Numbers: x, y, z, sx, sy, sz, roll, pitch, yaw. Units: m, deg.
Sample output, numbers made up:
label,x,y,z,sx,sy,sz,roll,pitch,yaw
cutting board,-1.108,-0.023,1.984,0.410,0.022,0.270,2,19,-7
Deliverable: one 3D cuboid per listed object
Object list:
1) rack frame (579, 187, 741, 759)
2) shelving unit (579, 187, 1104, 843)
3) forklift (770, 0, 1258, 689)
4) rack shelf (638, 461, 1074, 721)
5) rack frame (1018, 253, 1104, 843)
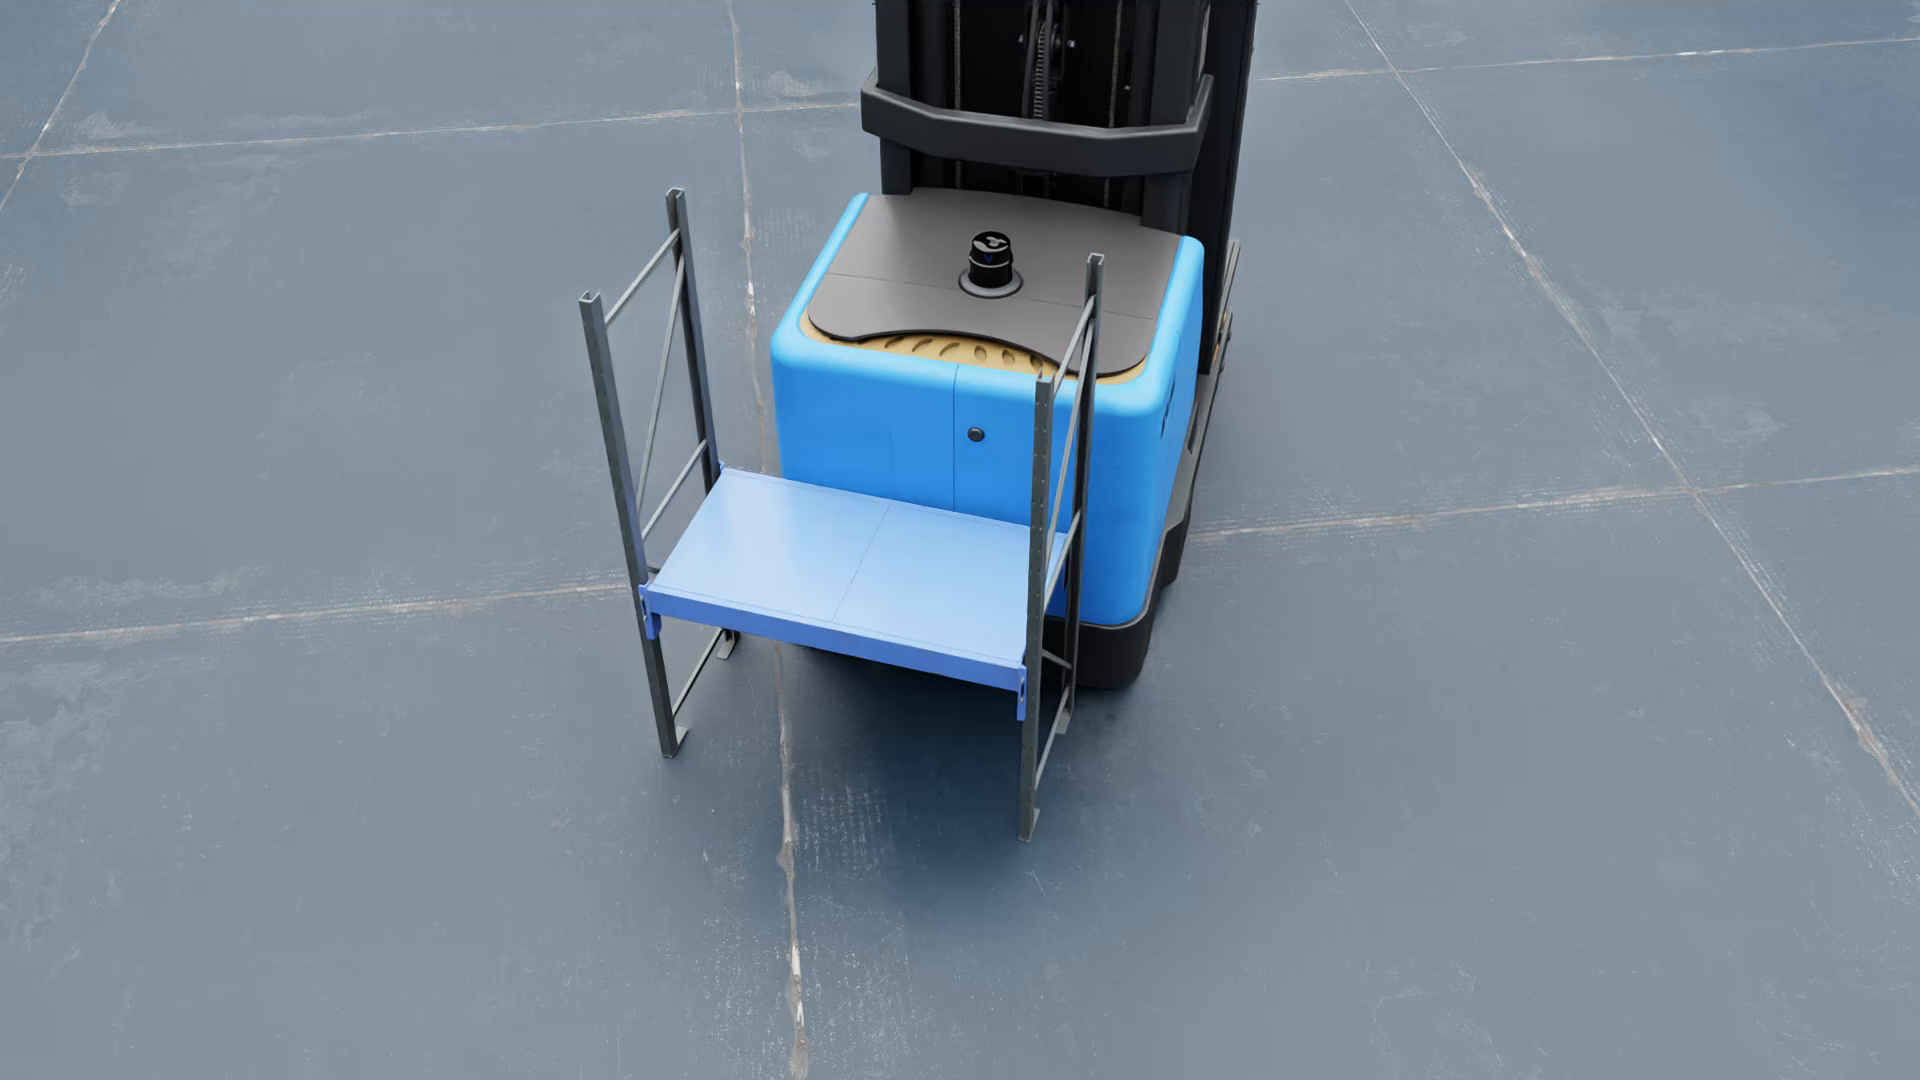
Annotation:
label,x,y,z,sx,sy,sz,roll,pitch,yaw
rack frame,-0.737,-0.116,4.259,0.032,1.500,0.500,11,43,12
shelving unit,-0.249,-0.020,4.152,1.048,1.500,0.538,11,43,12
forklift,0.354,-1.669,4.912,1.130,2.935,3.031,10,43,11
rack shelf,-0.249,0.114,4.273,1.000,0.185,0.538,11,43,12
rack frame,0.238,0.077,4.045,0.032,1.500,0.500,11,43,12
